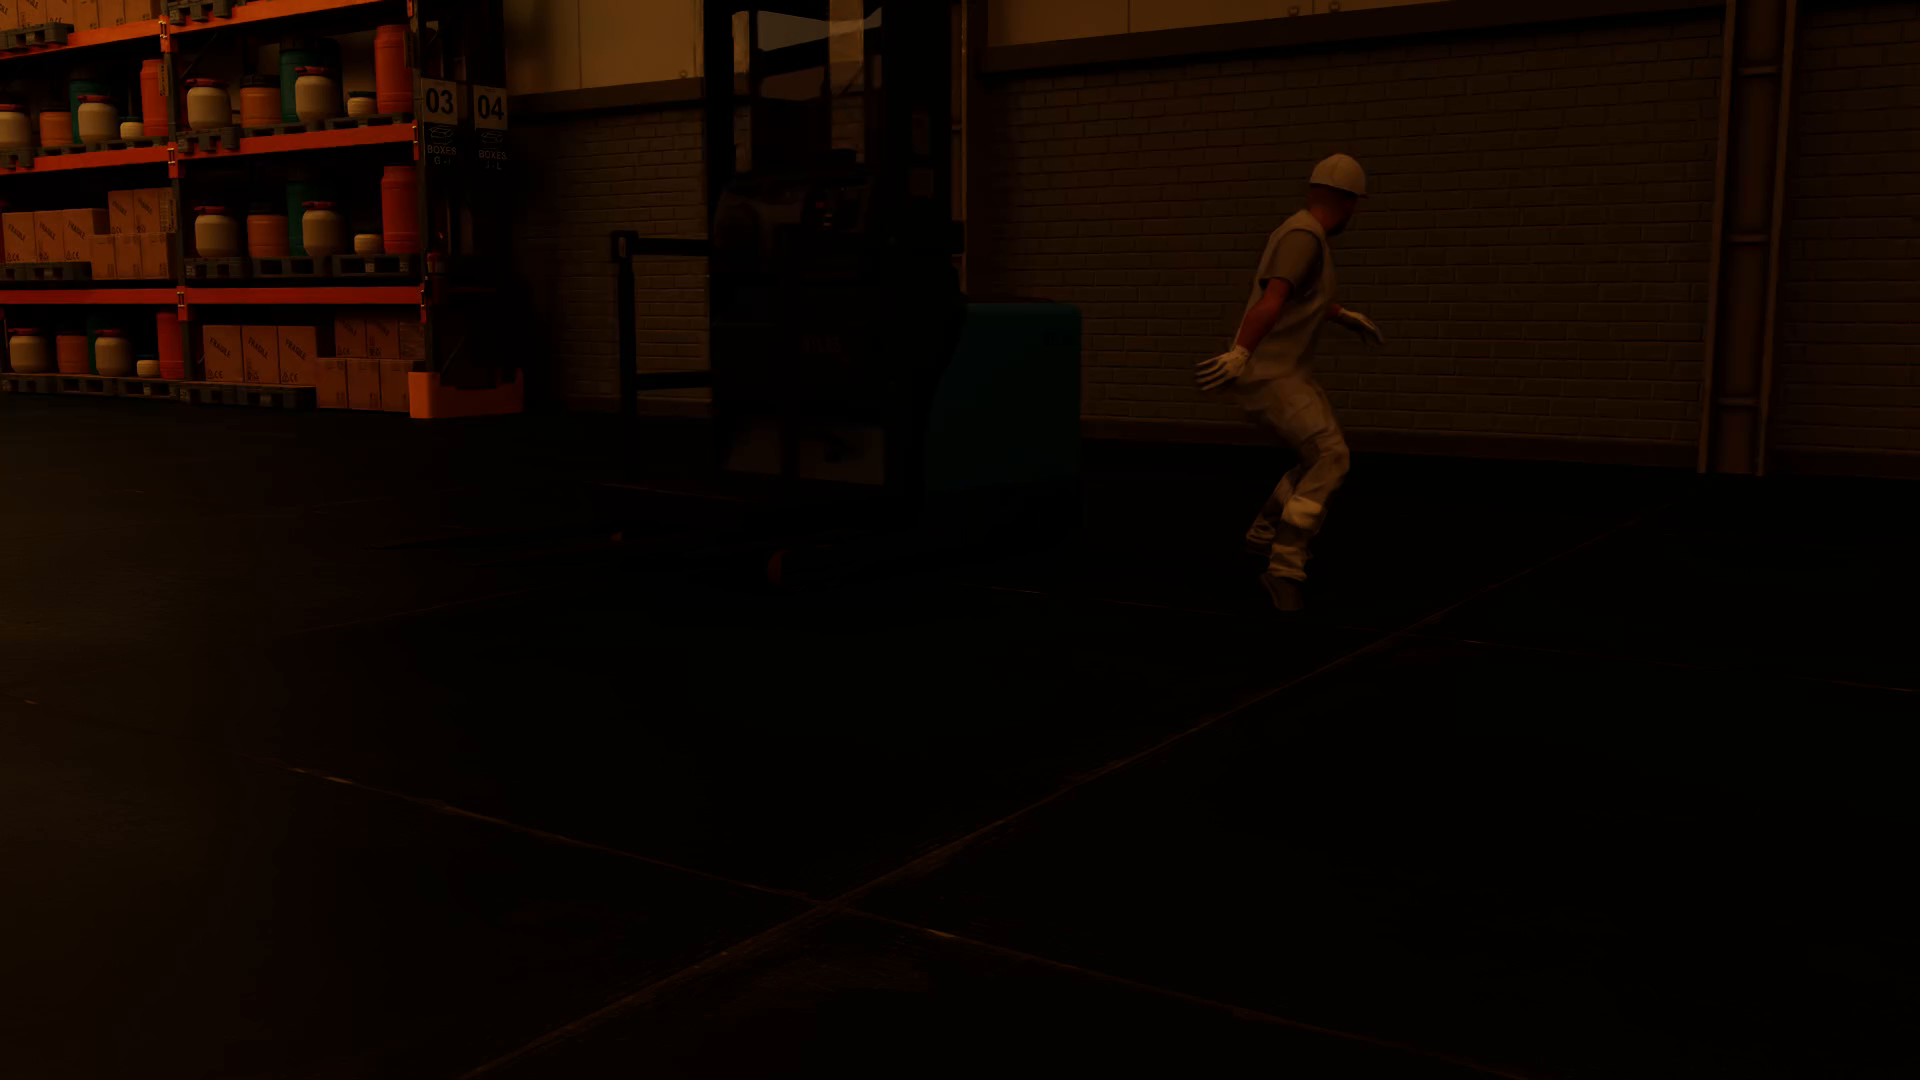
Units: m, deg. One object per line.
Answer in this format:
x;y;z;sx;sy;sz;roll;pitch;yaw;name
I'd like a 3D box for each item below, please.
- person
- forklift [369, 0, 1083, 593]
1.239;-0.557;6.175;0.587;1.719;1.086;3;8;18;person
-0.815;-1.333;6.568;1.130;2.935;3.031;7;11;42;forklift
